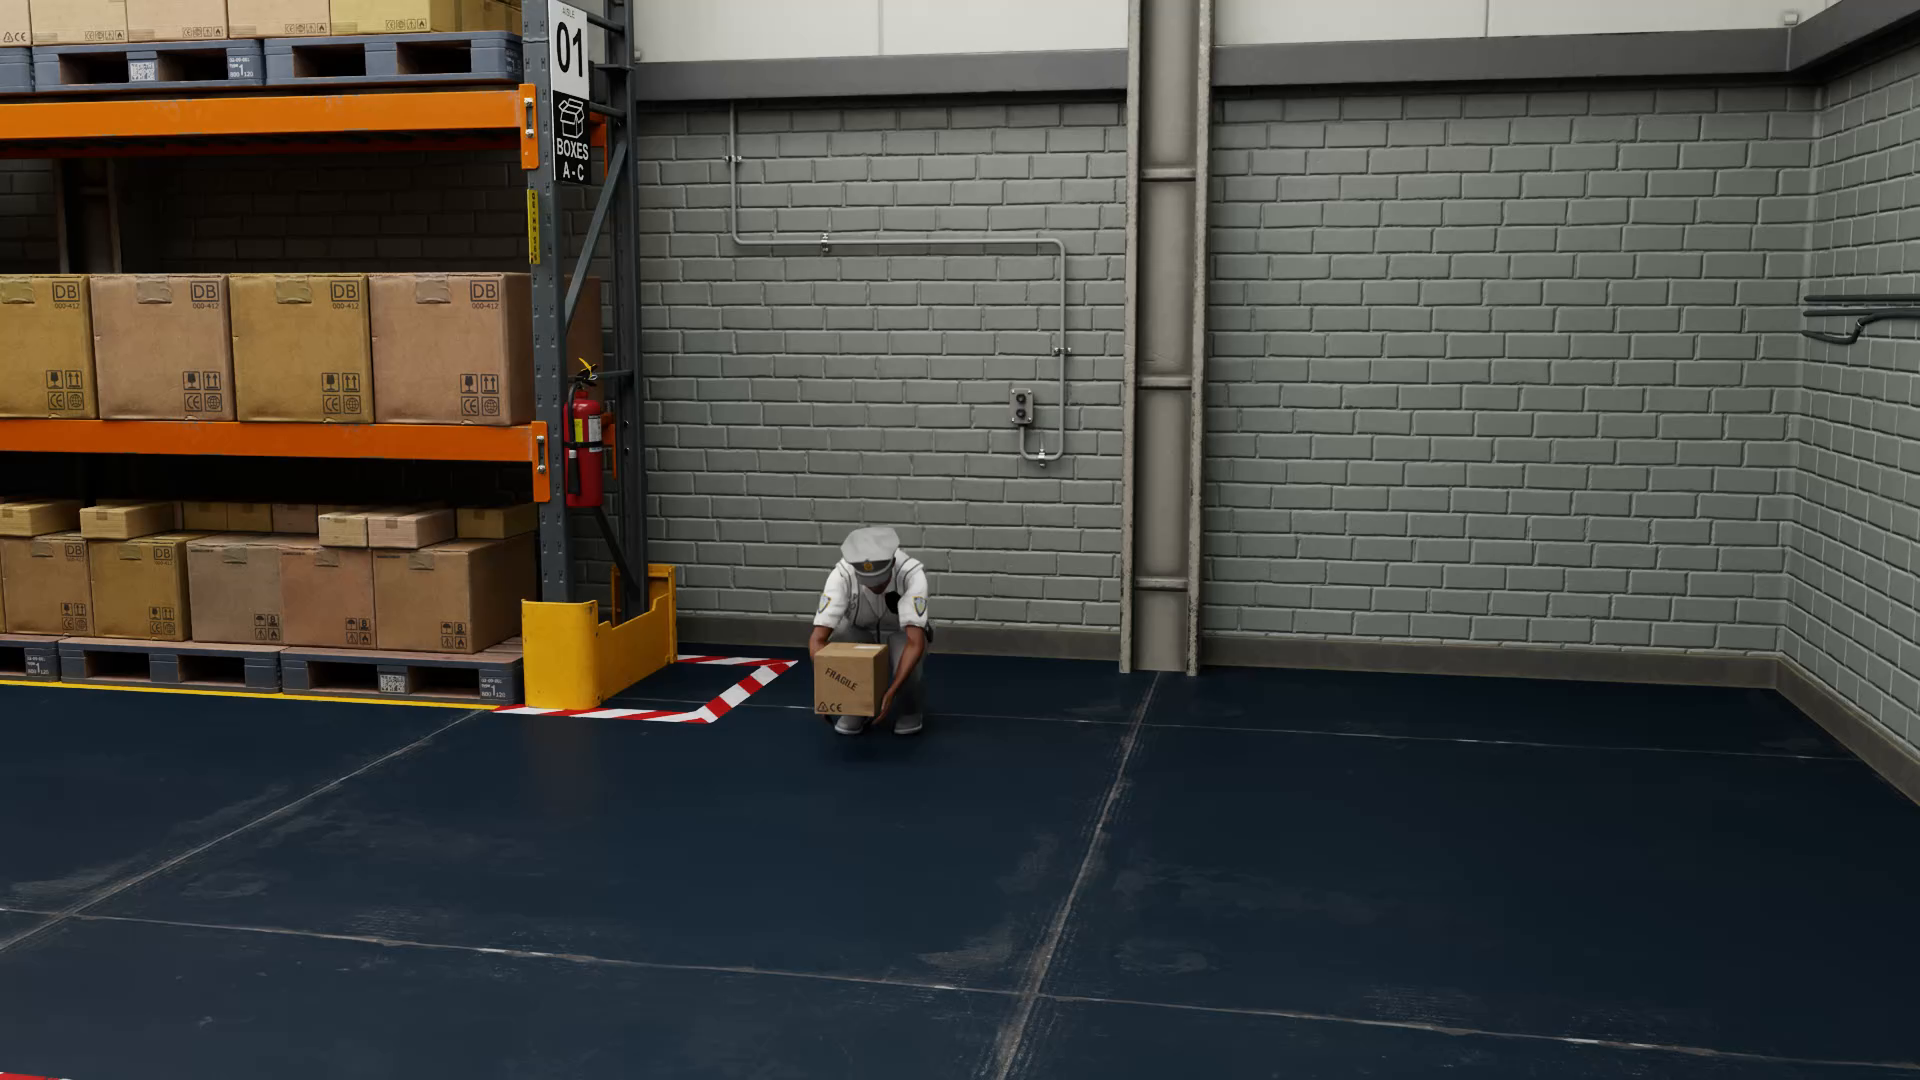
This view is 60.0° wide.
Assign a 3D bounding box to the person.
[{"bbox_3d":[-6.274,0.445,3.582,10.686,1.845,10.192,2,8,11],"label":"person"}]
